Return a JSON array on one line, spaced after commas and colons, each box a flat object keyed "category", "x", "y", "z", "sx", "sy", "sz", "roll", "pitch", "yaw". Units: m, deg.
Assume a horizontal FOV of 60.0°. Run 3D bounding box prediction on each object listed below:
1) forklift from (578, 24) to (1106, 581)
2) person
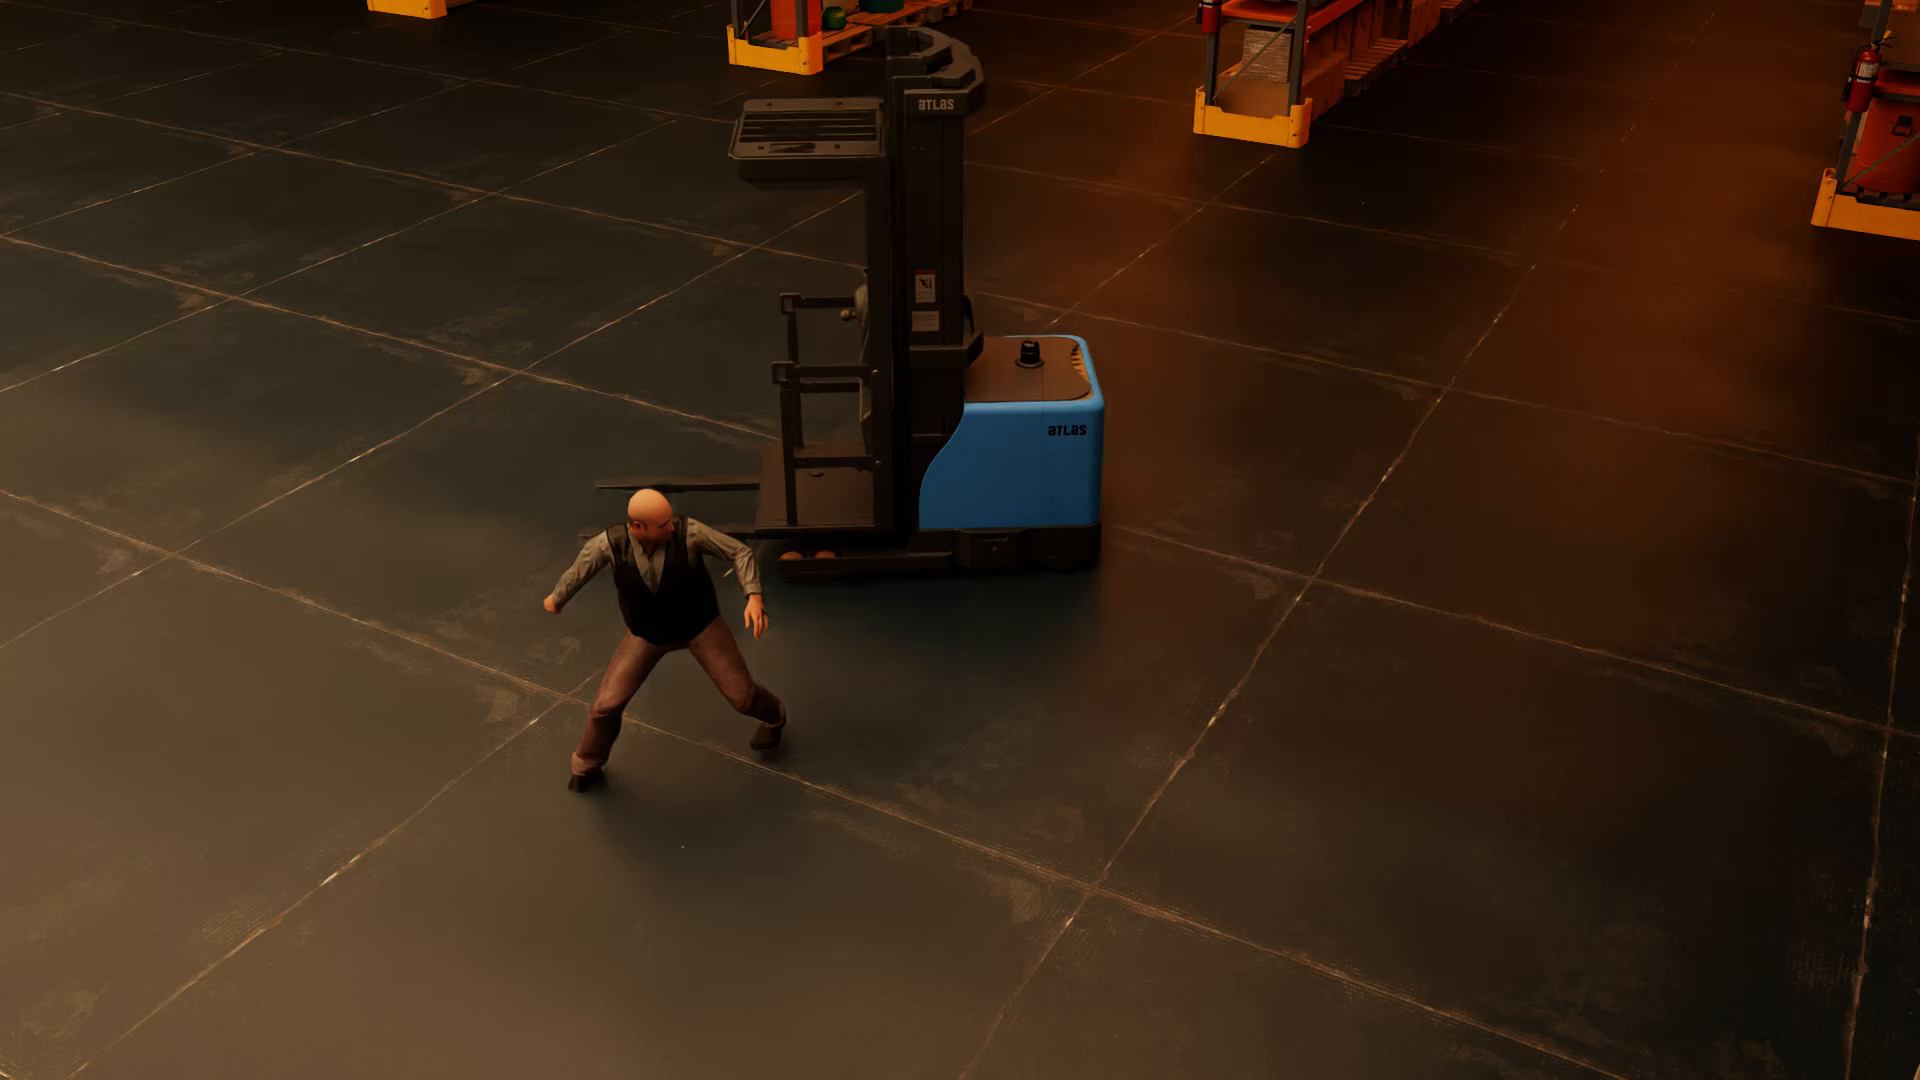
[{"category": "forklift", "x": -0.711, "y": -1.304, "z": 9.331, "sx": 3.031, "sy": 2.935, "sz": 1.130, "roll": -1, "pitch": 30, "yaw": -2}, {"category": "person", "x": -1.414, "y": 0.460, "z": 7.740, "sx": 1.117, "sy": 1.665, "sz": 0.547, "roll": 0, "pitch": 30, "yaw": 0}]
